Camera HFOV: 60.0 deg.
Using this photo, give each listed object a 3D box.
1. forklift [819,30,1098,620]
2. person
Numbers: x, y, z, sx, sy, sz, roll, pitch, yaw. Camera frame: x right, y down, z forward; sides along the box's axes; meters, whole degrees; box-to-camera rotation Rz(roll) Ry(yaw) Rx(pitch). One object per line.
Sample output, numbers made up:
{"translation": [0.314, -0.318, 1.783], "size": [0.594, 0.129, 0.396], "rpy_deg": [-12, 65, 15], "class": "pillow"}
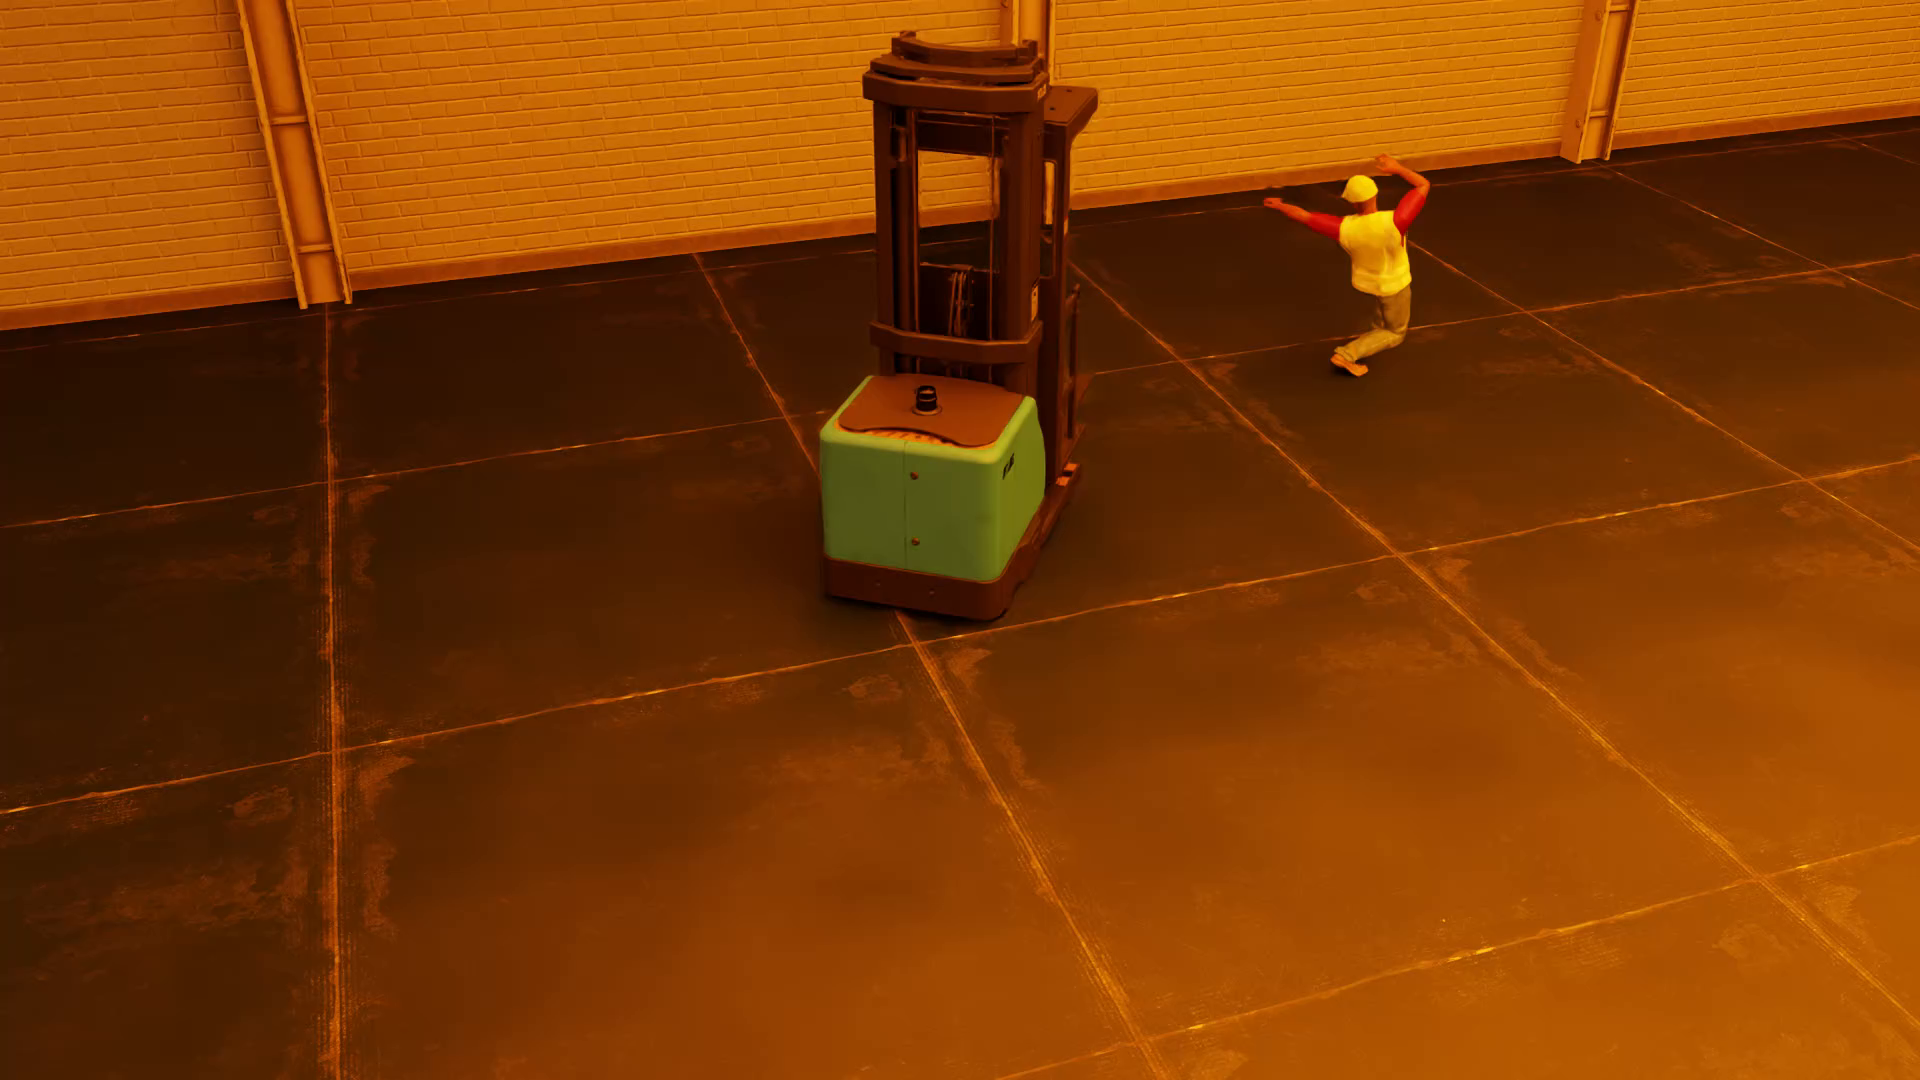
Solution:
{"translation": [0.145, -1.554, 9.787], "size": [1.130, 2.935, 3.031], "rpy_deg": [9, 31, 15], "class": "forklift"}
{"translation": [2.834, -2.073, 12.119], "size": [0.884, 1.576, 1.128], "rpy_deg": [-24, 38, -36], "class": "person"}
